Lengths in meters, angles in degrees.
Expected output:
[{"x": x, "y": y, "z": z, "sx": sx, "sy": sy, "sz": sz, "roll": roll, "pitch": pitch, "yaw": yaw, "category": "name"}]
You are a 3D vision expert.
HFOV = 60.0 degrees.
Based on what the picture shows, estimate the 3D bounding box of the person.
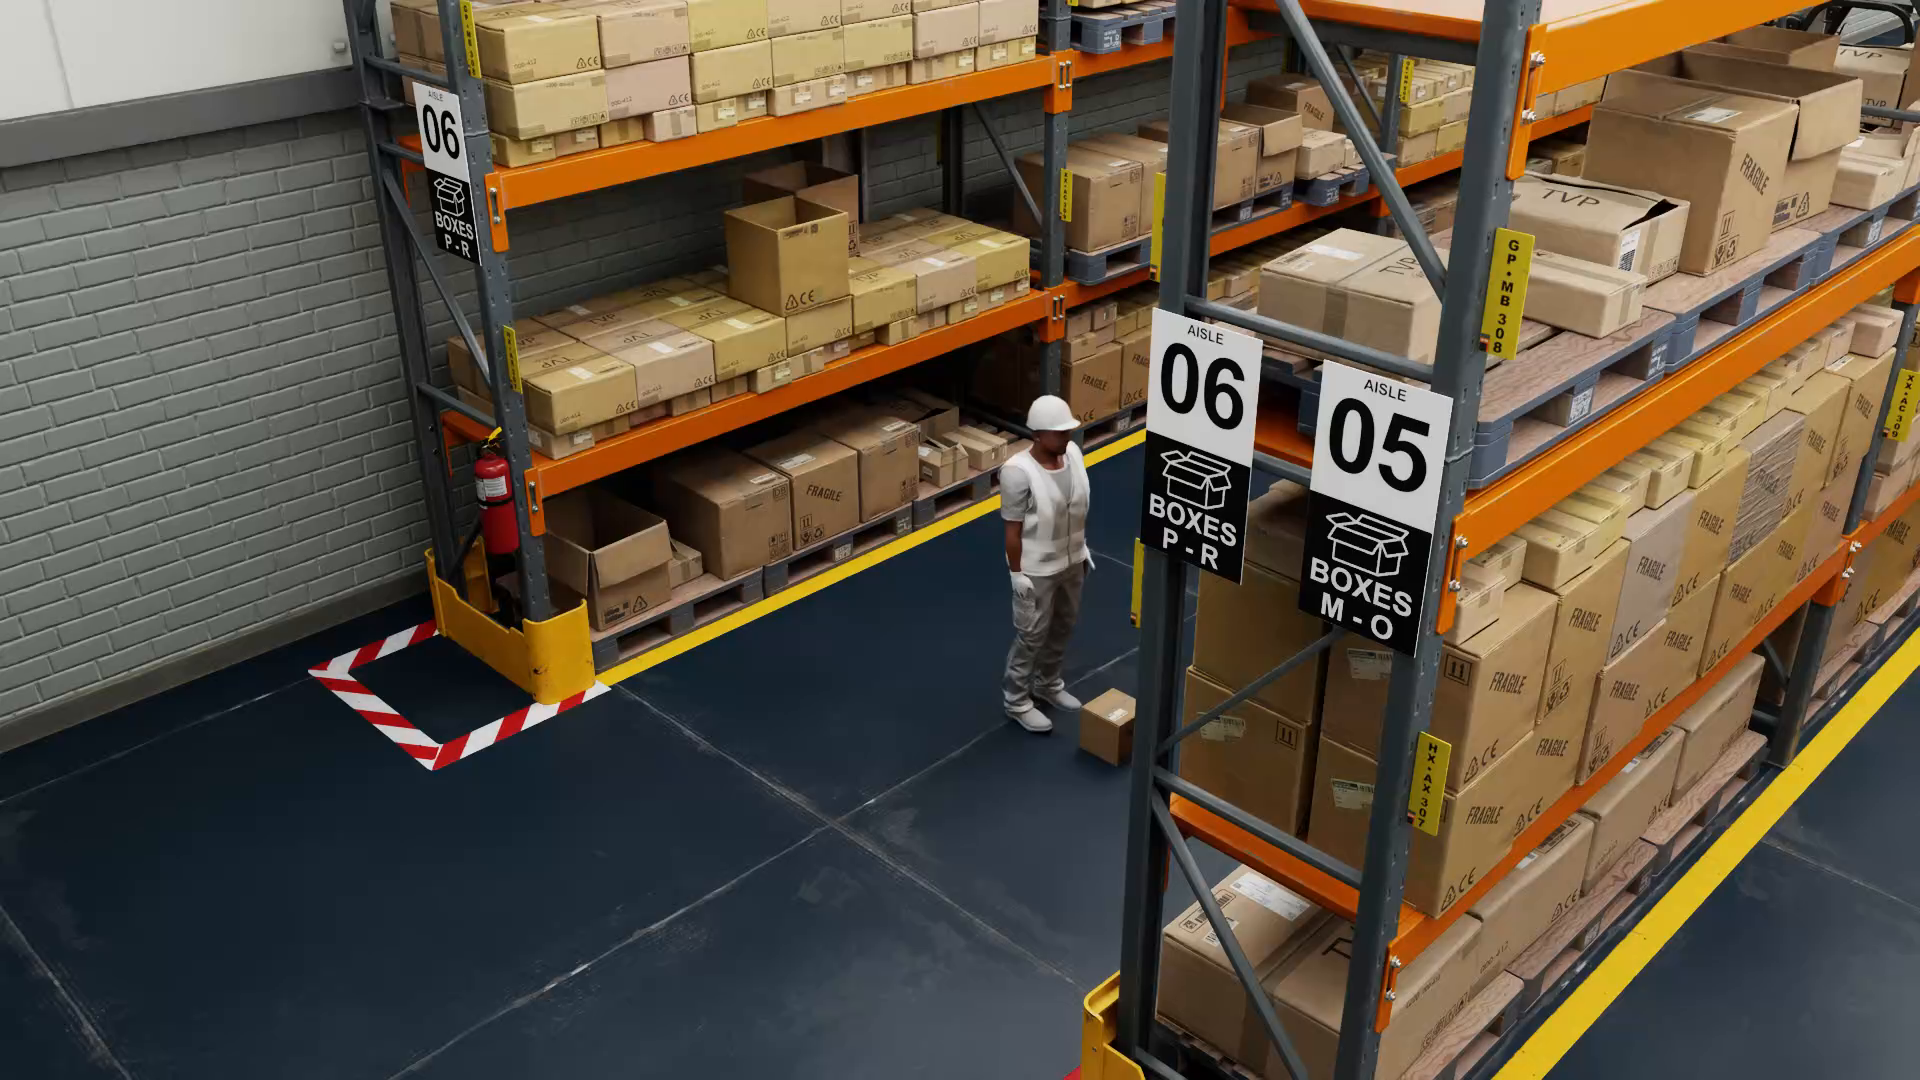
[{"x": 0.446, "y": 0.115, "z": 8.391, "sx": 0.545, "sy": 1.789, "sz": 0.361, "roll": -24, "pitch": 36, "yaw": -38, "category": "person"}]
